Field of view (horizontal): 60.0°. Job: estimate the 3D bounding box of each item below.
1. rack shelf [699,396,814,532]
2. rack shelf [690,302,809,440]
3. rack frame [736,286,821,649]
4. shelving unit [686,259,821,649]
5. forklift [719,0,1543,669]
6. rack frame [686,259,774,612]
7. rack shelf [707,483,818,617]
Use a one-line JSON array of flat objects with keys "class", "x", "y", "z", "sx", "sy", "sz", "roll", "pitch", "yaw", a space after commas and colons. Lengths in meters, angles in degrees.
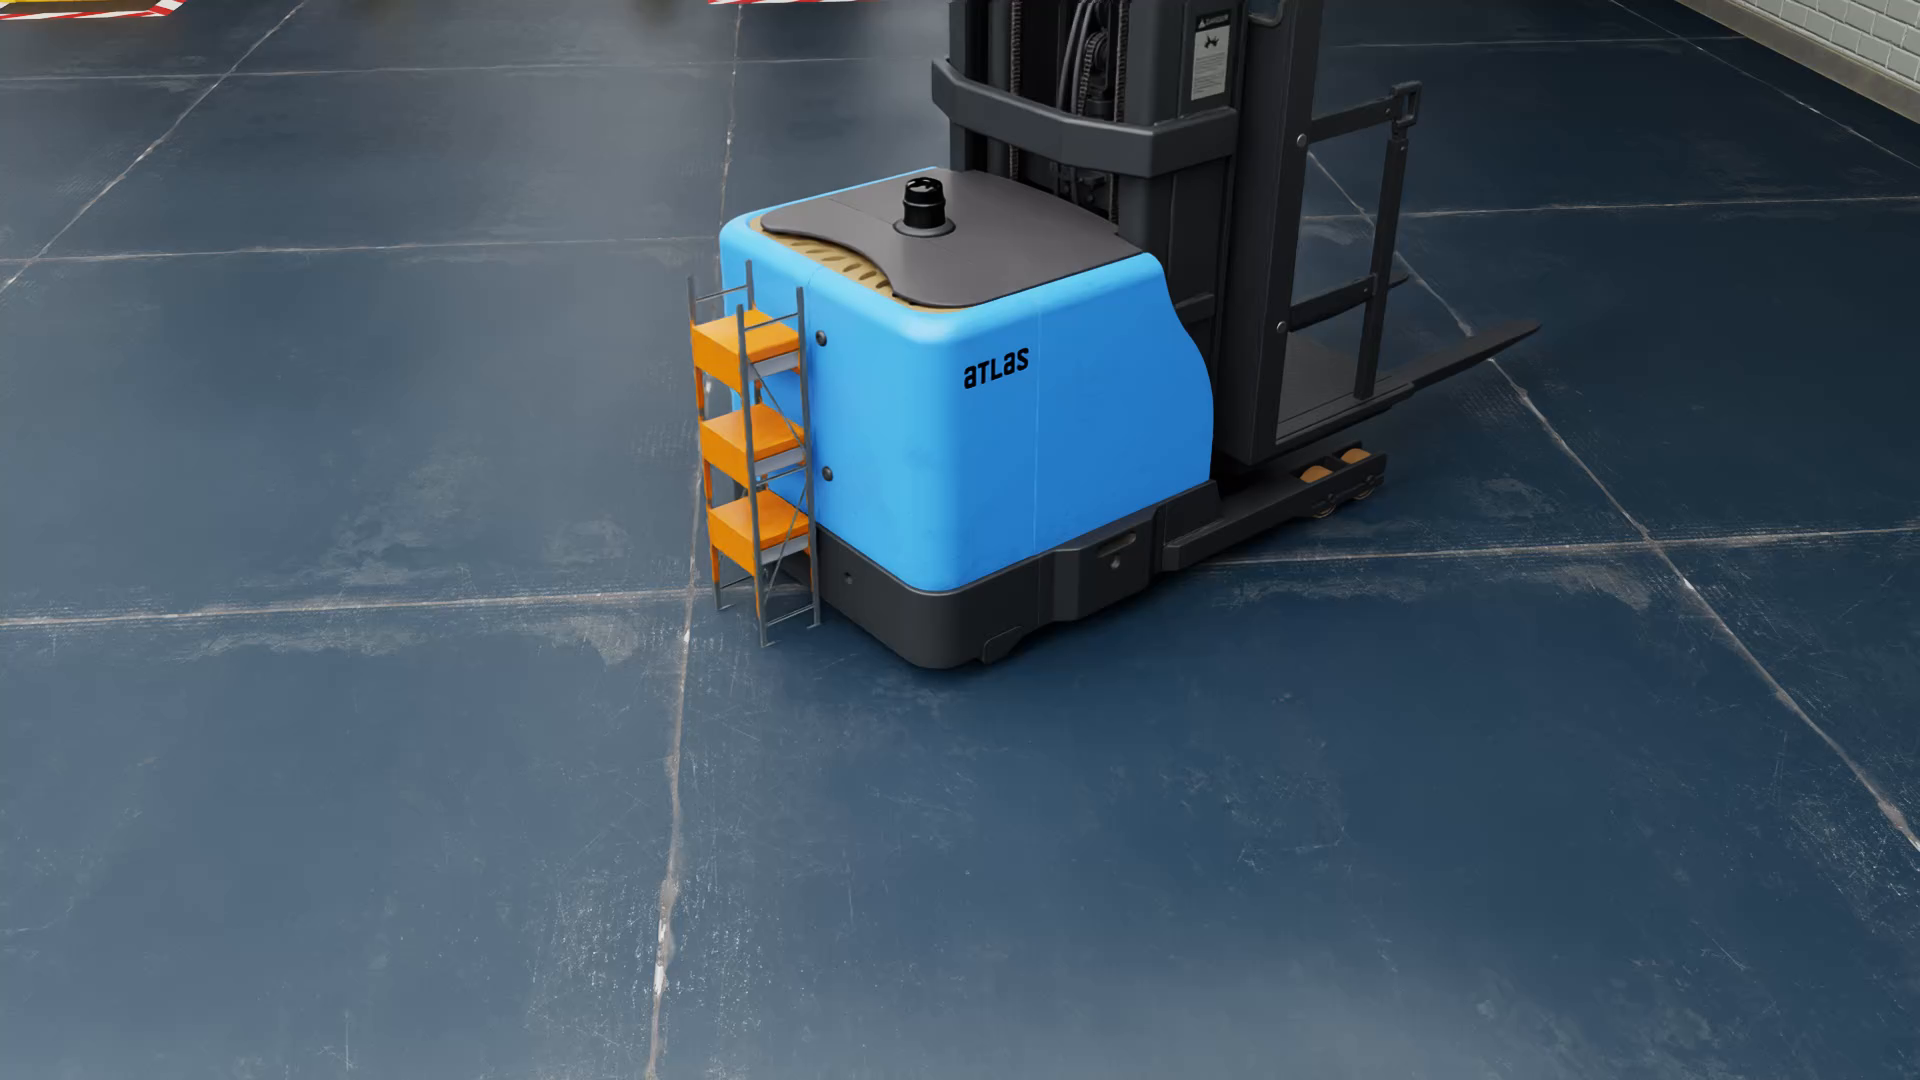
[{"class": "rack shelf", "x": -0.562, "y": -0.213, "z": 4.604, "sx": 0.215, "sy": 0.259, "sz": 0.240, "roll": -22, "pitch": 37, "yaw": -33}, {"class": "rack shelf", "x": -0.562, "y": -0.457, "z": 4.458, "sx": 0.215, "sy": 0.259, "sz": 0.240, "roll": -22, "pitch": 37, "yaw": -33}, {"class": "rack frame", "x": -0.486, "y": -0.173, "z": 4.517, "sx": 0.200, "sy": 1.050, "sz": 0.008, "roll": -22, "pitch": 37, "yaw": -33}, {"class": "shelving unit", "x": -0.562, "y": -0.222, "z": 4.598, "sx": 0.215, "sy": 1.050, "sz": 0.252, "roll": -22, "pitch": 37, "yaw": -33}, {"class": "forklift", "x": 0.773, "y": -1.519, "z": 4.935, "sx": 3.031, "sy": 2.935, "sz": 1.130, "roll": -22, "pitch": 37, "yaw": -33}, {"class": "rack frame", "x": -0.639, "y": -0.271, "z": 4.680, "sx": 0.200, "sy": 1.050, "sz": 0.008, "roll": -22, "pitch": 37, "yaw": -33}, {"class": "rack shelf", "x": -0.562, "y": 0.025, "z": 4.746, "sx": 0.215, "sy": 0.259, "sz": 0.240, "roll": -22, "pitch": 37, "yaw": -33}]
